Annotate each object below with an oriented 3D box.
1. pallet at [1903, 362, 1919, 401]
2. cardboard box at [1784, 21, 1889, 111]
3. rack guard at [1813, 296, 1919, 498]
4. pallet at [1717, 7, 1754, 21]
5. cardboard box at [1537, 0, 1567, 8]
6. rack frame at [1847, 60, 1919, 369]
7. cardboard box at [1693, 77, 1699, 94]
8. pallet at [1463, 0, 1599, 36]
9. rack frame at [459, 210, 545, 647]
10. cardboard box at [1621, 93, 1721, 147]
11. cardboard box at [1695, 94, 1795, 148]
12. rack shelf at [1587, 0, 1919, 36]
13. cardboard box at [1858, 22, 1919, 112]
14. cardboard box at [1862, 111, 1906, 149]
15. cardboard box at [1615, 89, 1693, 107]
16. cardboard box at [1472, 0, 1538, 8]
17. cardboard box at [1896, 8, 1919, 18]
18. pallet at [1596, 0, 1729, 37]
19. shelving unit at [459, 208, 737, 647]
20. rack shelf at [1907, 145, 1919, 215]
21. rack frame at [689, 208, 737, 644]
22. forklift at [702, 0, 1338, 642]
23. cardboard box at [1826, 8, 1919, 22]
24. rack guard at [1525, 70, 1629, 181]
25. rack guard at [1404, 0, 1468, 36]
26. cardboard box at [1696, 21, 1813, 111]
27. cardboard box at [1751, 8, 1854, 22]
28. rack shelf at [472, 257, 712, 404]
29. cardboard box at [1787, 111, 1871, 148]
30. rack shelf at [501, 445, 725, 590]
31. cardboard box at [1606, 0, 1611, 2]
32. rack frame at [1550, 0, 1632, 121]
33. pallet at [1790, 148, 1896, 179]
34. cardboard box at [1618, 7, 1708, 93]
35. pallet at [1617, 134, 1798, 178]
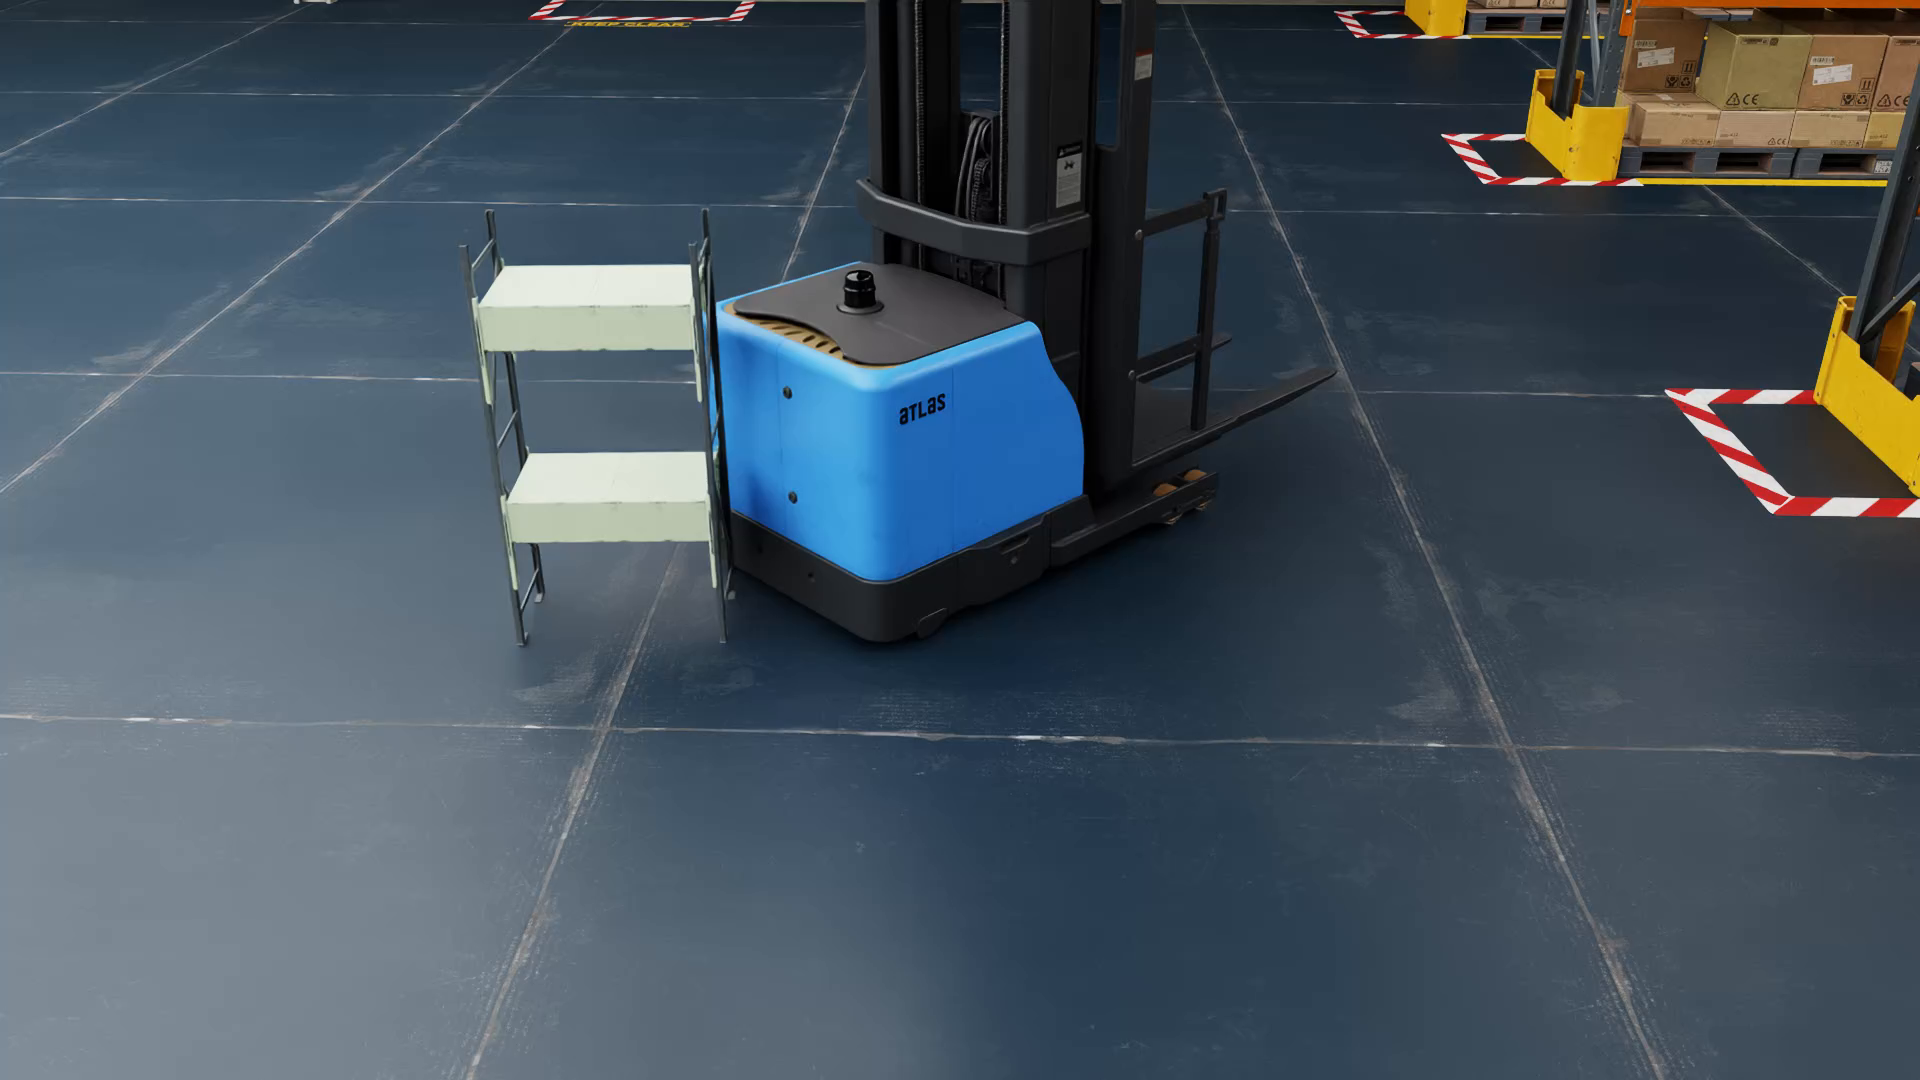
[{"bbox_3d":[5.089,-0.510,7.486,1.213,0.211,1.003,1,28,2],"label":"pallet"},{"bbox_3d":[5.906,-3.235,11.336,0.500,0.500,0.500,1,28,2],"label":"cardboard box"},{"bbox_3d":[4.277,-0.653,7.449,0.348,0.500,1.175,1,28,2],"label":"rack guard"},{"bbox_3d":[7.875,-5.071,16.090,1.213,0.211,1.003,1,28,2],"label":"pallet"},{"bbox_3d":[5.808,-5.318,15.980,0.500,0.311,0.500,3,28,6],"label":"cardboard box"},{"bbox_3d":[4.200,-1.737,6.824,0.127,3.000,1.000,1,28,2],"label":"rack frame"},{"bbox_3d":[5.425,-3.153,11.982,0.500,0.250,0.500,1,28,2],"label":"cardboard box"},{"bbox_3d":[5.436,-5.111,16.166,1.213,0.211,1.003,1,28,2],"label":"pallet"},{"bbox_3d":[-1.596,-0.370,5.846,0.023,1.500,0.400,-1,28,-1],"label":"rack frame"},{"bbox_3d":[4.907,-2.913,11.530,0.500,0.250,0.500,1,28,2],"label":"cardboard box"},{"bbox_3d":[5.406,-2.907,11.518,0.500,0.250,0.500,1,28,2],"label":"cardboard box"},{"bbox_3d":[6.377,-3.705,11.304,4.000,0.370,1.077,1,28,2],"label":"rack shelf"},{"bbox_3d":[6.405,-3.218,11.305,0.500,0.500,0.500,1,28,2],"label":"cardboard box"},{"bbox_3d":[6.406,-2.888,11.482,0.500,0.250,0.500,1,28,2],"label":"cardboard box"},{"bbox_3d":[4.925,-3.156,11.987,0.500,0.250,0.500,1,28,2],"label":"cardboard box"},{"bbox_3d":[5.238,-5.327,15.997,0.500,0.311,0.500,-2,28,-4],"label":"cardboard box"},{"bbox_3d":[6.924,-3.462,11.765,0.500,0.500,0.500,1,28,2],"label":"cardboard box"},{"bbox_3d":[6.652,-5.089,16.125,1.213,0.211,1.003,1,28,2],"label":"pallet"},{"bbox_3d":[-1.230,-0.374,5.854,0.755,1.500,0.431,-1,28,-1],"label":"shelving unit"},{"bbox_3d":[6.199,-1.386,6.930,4.000,0.370,1.077,1,28,2],"label":"rack shelf"},{"bbox_3d":[-0.864,-0.378,5.862,0.023,1.500,0.400,-1,28,-1],"label":"rack frame"},{"bbox_3d":[0.446,-1.515,6.479,3.031,2.935,1.130,-24,36,-38],"label":"forklift"},{"bbox_3d":[6.424,-3.469,11.779,0.500,0.500,0.500,1,28,2],"label":"cardboard box"},{"bbox_3d":[4.354,-2.951,11.784,0.348,0.500,1.175,1,28,2],"label":"rack guard"},{"bbox_3d":[4.625,-5.269,16.155,0.348,0.500,1.175,1,28,2],"label":"rack guard"},{"bbox_3d":[5.406,-3.237,11.341,0.500,0.500,0.500,1,28,2],"label":"cardboard box"},{"bbox_3d":[5.925,-3.478,11.795,0.500,0.500,0.500,1,28,2],"label":"cardboard box"},{"bbox_3d":[-1.230,-0.719,5.671,0.720,0.370,0.431,-1,28,-1],"label":"rack shelf"},{"bbox_3d":[5.906,-2.898,11.502,0.500,0.250,0.500,1,28,2],"label":"cardboard box"},{"bbox_3d":[-1.230,-0.086,6.007,0.720,0.370,0.431,-1,28,-1],"label":"rack shelf"},{"bbox_3d":[6.539,-5.366,15.868,0.500,0.500,0.700,-1,28,-1],"label":"cardboard box"},{"bbox_3d":[4.378,-4.055,11.198,0.127,3.000,1.000,1,28,2],"label":"rack frame"},{"bbox_3d":[6.360,-2.809,11.823,1.213,0.211,1.003,1,28,2],"label":"pallet"},{"bbox_3d":[4.925,-3.488,11.814,0.500,0.500,0.500,1,28,2],"label":"cardboard box"},{"bbox_3d":[5.144,-2.830,11.864,1.213,0.211,1.003,1,28,2],"label":"pallet"}]
